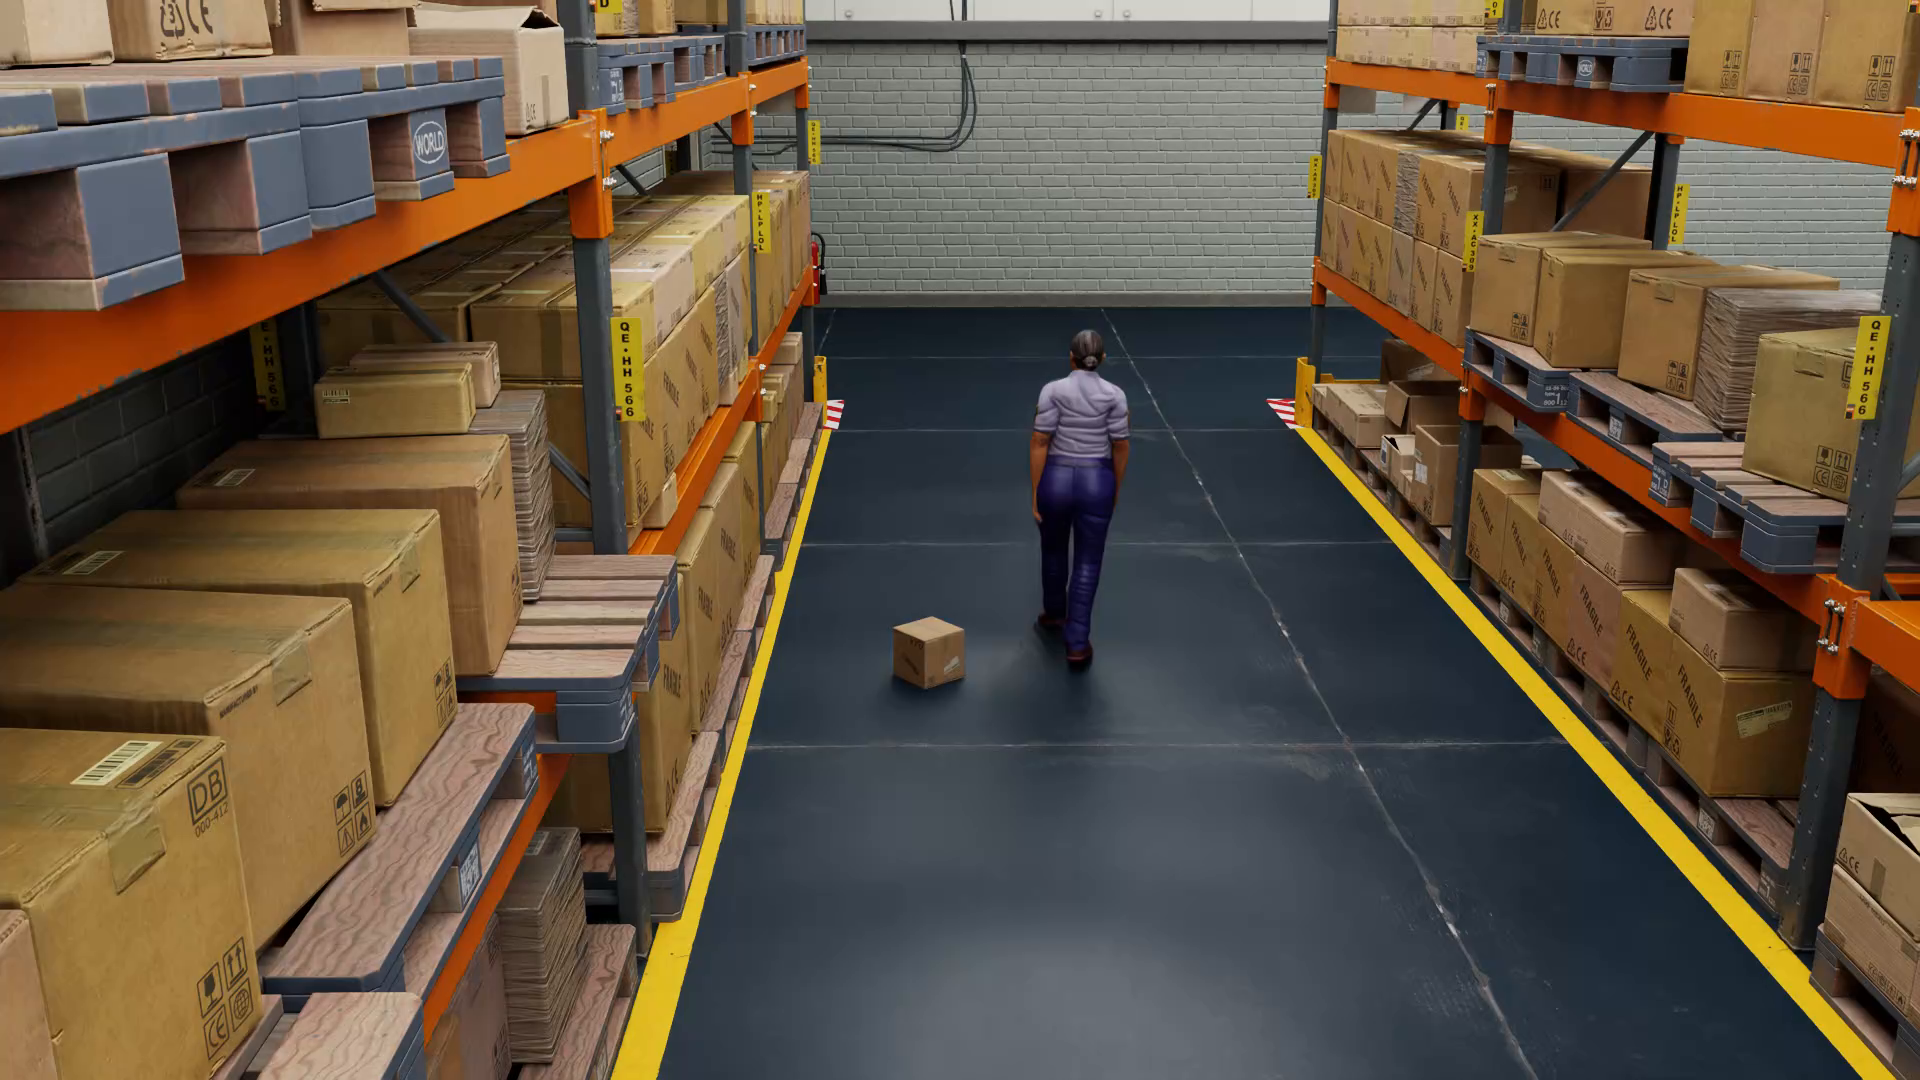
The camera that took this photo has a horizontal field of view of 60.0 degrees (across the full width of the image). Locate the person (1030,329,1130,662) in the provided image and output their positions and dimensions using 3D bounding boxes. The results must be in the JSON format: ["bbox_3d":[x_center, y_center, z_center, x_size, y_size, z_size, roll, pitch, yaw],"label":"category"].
[{"bbox_3d":[0.597,-0.238,8.346,0.494,1.640,0.783,3,18,11],"label":"person"}]
